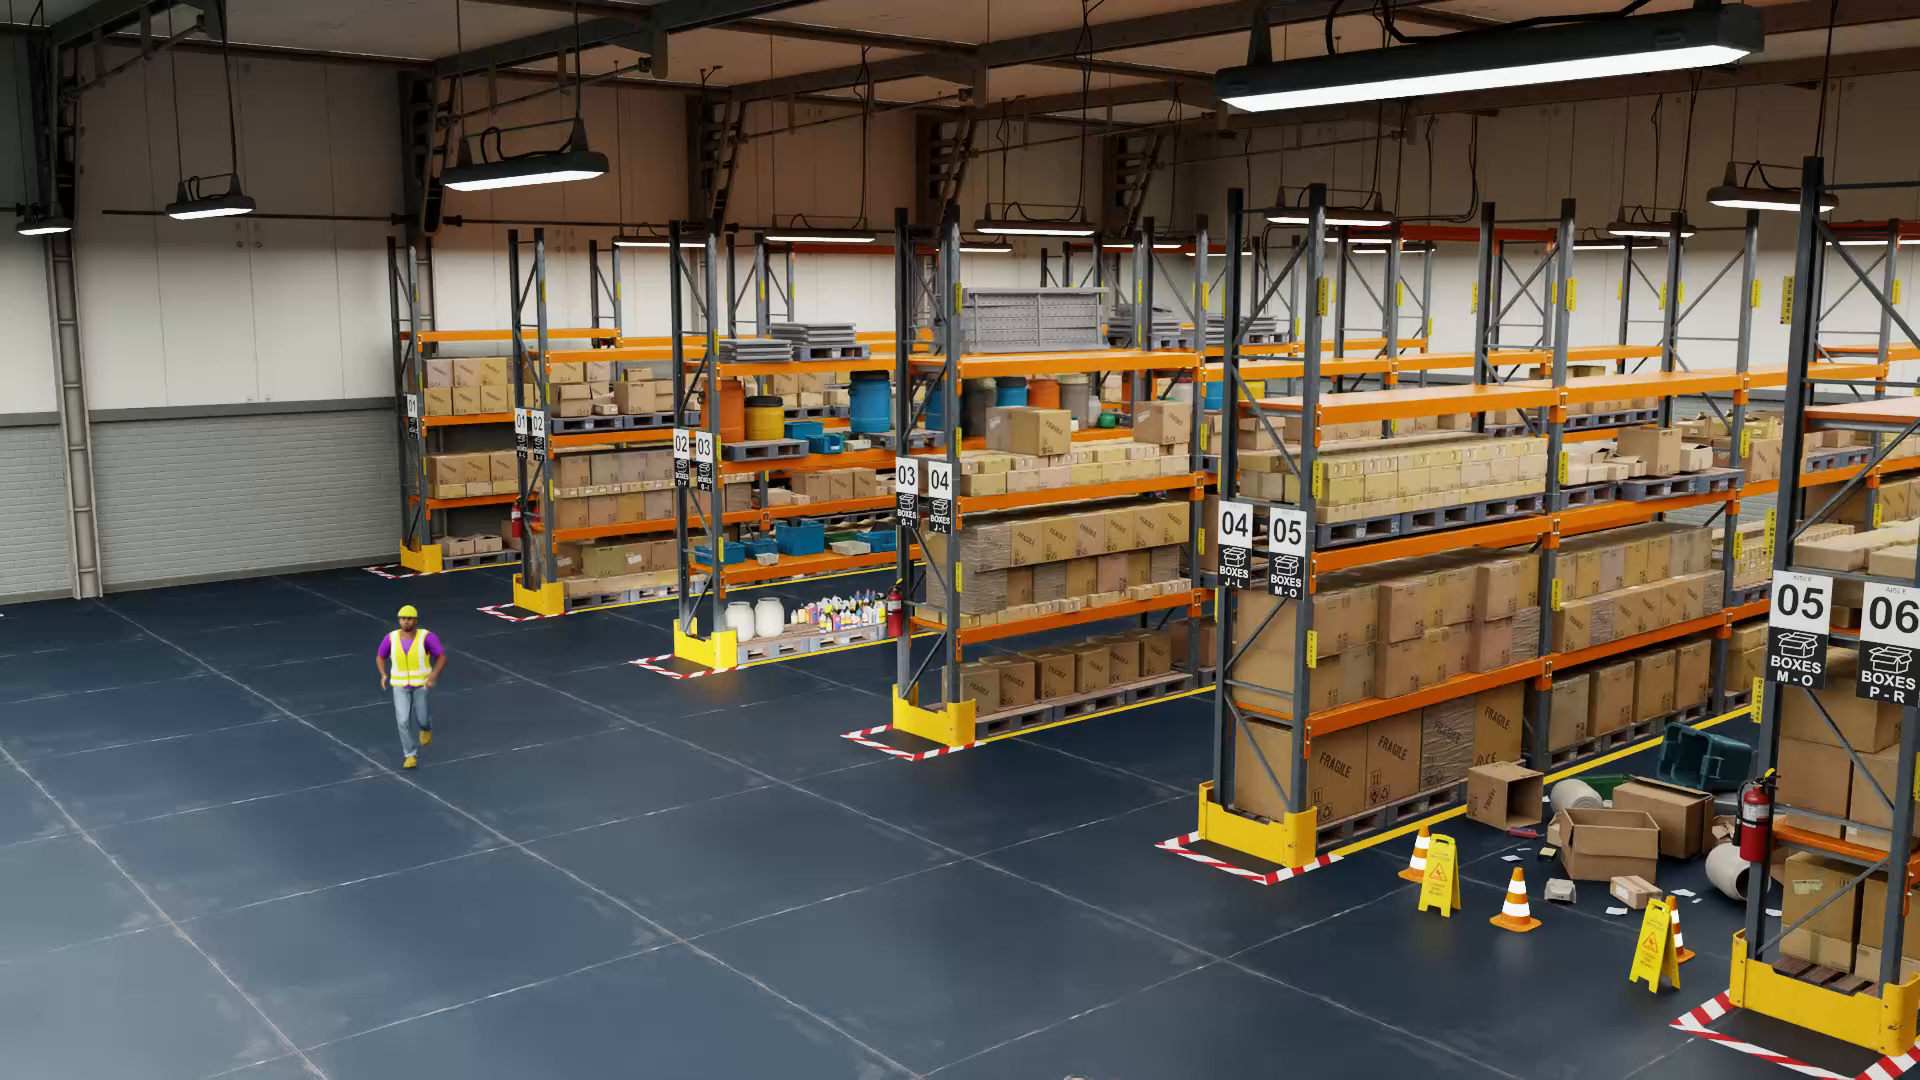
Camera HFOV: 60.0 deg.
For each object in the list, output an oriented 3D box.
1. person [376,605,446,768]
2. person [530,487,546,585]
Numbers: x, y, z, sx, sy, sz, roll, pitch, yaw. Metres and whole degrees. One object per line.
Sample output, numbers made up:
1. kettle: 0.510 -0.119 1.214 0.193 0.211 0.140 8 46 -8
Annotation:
1. person: -5.944 1.553 18.027 0.738 1.733 0.795 -2 9 -10
2. person: -7.059 -0.042 28.297 0.933 1.751 0.661 -8 12 -43
